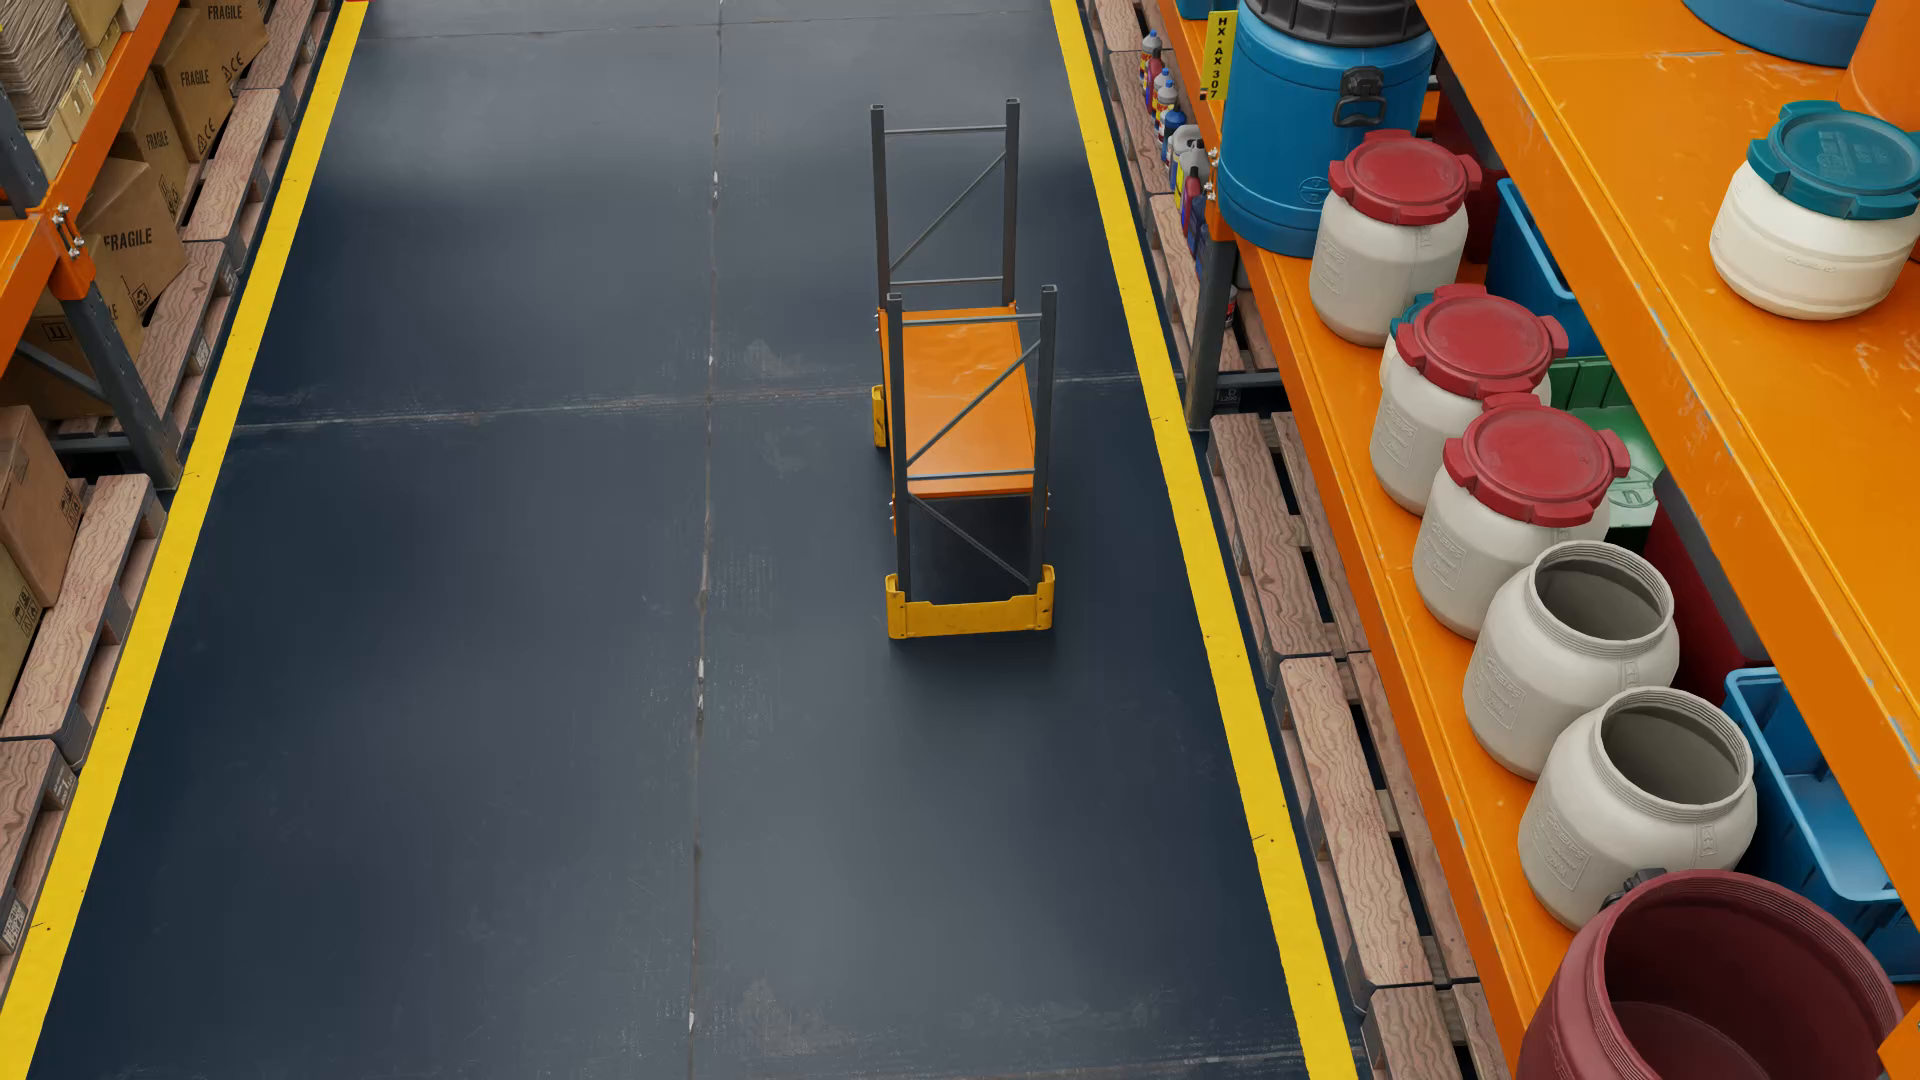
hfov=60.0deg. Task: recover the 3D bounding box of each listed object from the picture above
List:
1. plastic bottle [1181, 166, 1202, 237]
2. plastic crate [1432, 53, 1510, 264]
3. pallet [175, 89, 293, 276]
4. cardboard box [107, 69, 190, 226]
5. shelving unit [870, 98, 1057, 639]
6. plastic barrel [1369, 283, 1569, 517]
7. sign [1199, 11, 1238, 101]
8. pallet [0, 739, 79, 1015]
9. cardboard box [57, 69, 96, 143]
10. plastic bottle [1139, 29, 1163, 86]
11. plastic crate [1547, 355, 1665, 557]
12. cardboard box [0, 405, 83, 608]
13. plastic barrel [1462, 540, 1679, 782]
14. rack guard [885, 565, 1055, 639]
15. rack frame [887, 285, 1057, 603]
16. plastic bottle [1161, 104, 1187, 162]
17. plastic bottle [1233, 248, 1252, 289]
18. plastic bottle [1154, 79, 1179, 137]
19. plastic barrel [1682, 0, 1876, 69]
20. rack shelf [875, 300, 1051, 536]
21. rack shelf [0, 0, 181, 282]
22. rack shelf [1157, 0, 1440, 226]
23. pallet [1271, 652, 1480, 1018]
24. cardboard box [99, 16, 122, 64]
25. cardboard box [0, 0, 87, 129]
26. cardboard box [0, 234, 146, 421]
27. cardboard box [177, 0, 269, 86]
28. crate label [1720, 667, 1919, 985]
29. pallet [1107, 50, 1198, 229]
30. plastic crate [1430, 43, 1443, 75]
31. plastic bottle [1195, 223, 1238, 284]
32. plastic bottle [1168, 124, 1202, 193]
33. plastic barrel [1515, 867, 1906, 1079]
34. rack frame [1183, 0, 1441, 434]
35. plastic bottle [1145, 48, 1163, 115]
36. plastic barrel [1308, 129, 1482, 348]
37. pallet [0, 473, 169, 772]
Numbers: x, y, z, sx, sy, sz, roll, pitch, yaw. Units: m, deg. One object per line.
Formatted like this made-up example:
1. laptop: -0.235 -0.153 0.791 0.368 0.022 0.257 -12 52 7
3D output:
1. plastic bottle: 0.995 -1.452 7.127 0.061 0.283 0.133 -1 47 -1
2. plastic crate: 1.752 -1.223 5.298 0.402 0.464 0.583 -3 47 -3
3. pallet: -3.725 -1.641 7.659 1.003 0.211 1.213 -3 47 -3
4. cardboard box: -3.708 -1.666 7.195 0.500 0.500 0.500 -7 47 -7
5. shelving unit: -0.006 -0.571 5.758 0.587 1.500 1.083 -3 47 -3
6. plastic barrel: 1.330 -0.343 4.415 0.433 0.535 0.433 0 47 0
7. sign: 0.858 -1.602 5.511 0.100 0.325 0.005 -3 47 -3
8. pallet: -3.357 1.175 4.991 1.003 0.211 1.213 -3 47 -3
9. cardboard box: -3.255 -1.500 5.778 0.380 0.149 0.250 -3 47 -3
10. plastic bottle: 0.913 -2.309 7.947 0.097 0.271 0.097 0 47 0
11. plastic crate: 1.834 -0.217 4.535 0.450 0.188 0.662 -3 47 -3
12. cardboard box: -3.499 -0.078 5.676 0.700 0.500 0.500 -7 47 -6
13. plastic barrel: 1.408 0.287 3.835 0.421 0.512 0.421 0 47 0
14. rack guard: 0.035 0.219 5.870 0.587 0.250 0.087 -3 47 -3
15. rack frame: 0.035 -0.210 5.416 0.500 1.500 0.032 -3 47 -3
16. plastic bottle: 0.967 -1.842 7.505 0.097 0.271 0.097 0 47 0
17. plastic bottle: 1.209 -1.230 6.870 0.144 0.351 0.185 -3 47 -3
18. plastic bottle: 0.950 -1.988 7.643 0.097 0.271 0.097 0 47 0
19. plastic barrel: 1.775 -1.435 3.132 0.600 0.901 0.708 -3 47 -3
20. rack shelf: -0.007 -0.454 5.895 0.538 0.185 1.000 -3 47 -3
21. rack shelf: -3.696 -2.431 6.982 1.077 0.370 4.000 -3 47 -3
22. rack shelf: 1.240 -2.732 7.267 1.077 0.370 4.000 -3 47 -3
23. pallet: 1.617 0.877 5.274 1.003 0.211 1.213 -3 47 -3
24. cardboard box: -3.334 -1.860 6.119 0.380 0.149 0.250 -3 47 -3
25. cardboard box: -3.505 -1.697 5.518 0.875 0.500 0.500 -3 47 -3
26. cardboard box: -3.522 -0.808 6.382 0.500 0.500 0.500 -5 47 -5
27. cardboard box: -3.744 -2.527 8.010 0.500 0.500 0.500 8 47 7
28. crate label: 1.928 0.614 3.578 0.502 0.435 0.616 -3 47 -3
29. pallet: 1.287 -1.947 7.948 1.003 0.211 1.213 -3 47 -3
30. plastic crate: 1.490 -1.898 6.024 0.767 0.338 0.504 -3 47 -3
31. plastic bottle: 1.066 -1.221 6.862 0.144 0.351 0.185 -5 47 -4
32. plastic bottle: 1.013 -1.686 7.354 0.152 0.276 0.135 -3 47 -3
33. plastic barrel: 1.401 0.998 3.146 0.600 0.536 0.708 -3 47 -3
34. rack frame: 1.407 -1.532 5.635 1.000 3.000 0.127 -3 47 -3
35. plastic bottle: 0.914 -2.148 7.786 0.061 0.283 0.133 -3 47 -3
36. plastic barrel: 1.268 -0.874 4.918 0.433 0.535 0.433 0 47 0
37. pallet: -3.462 0.291 5.829 1.003 0.211 1.213 -3 47 -3
